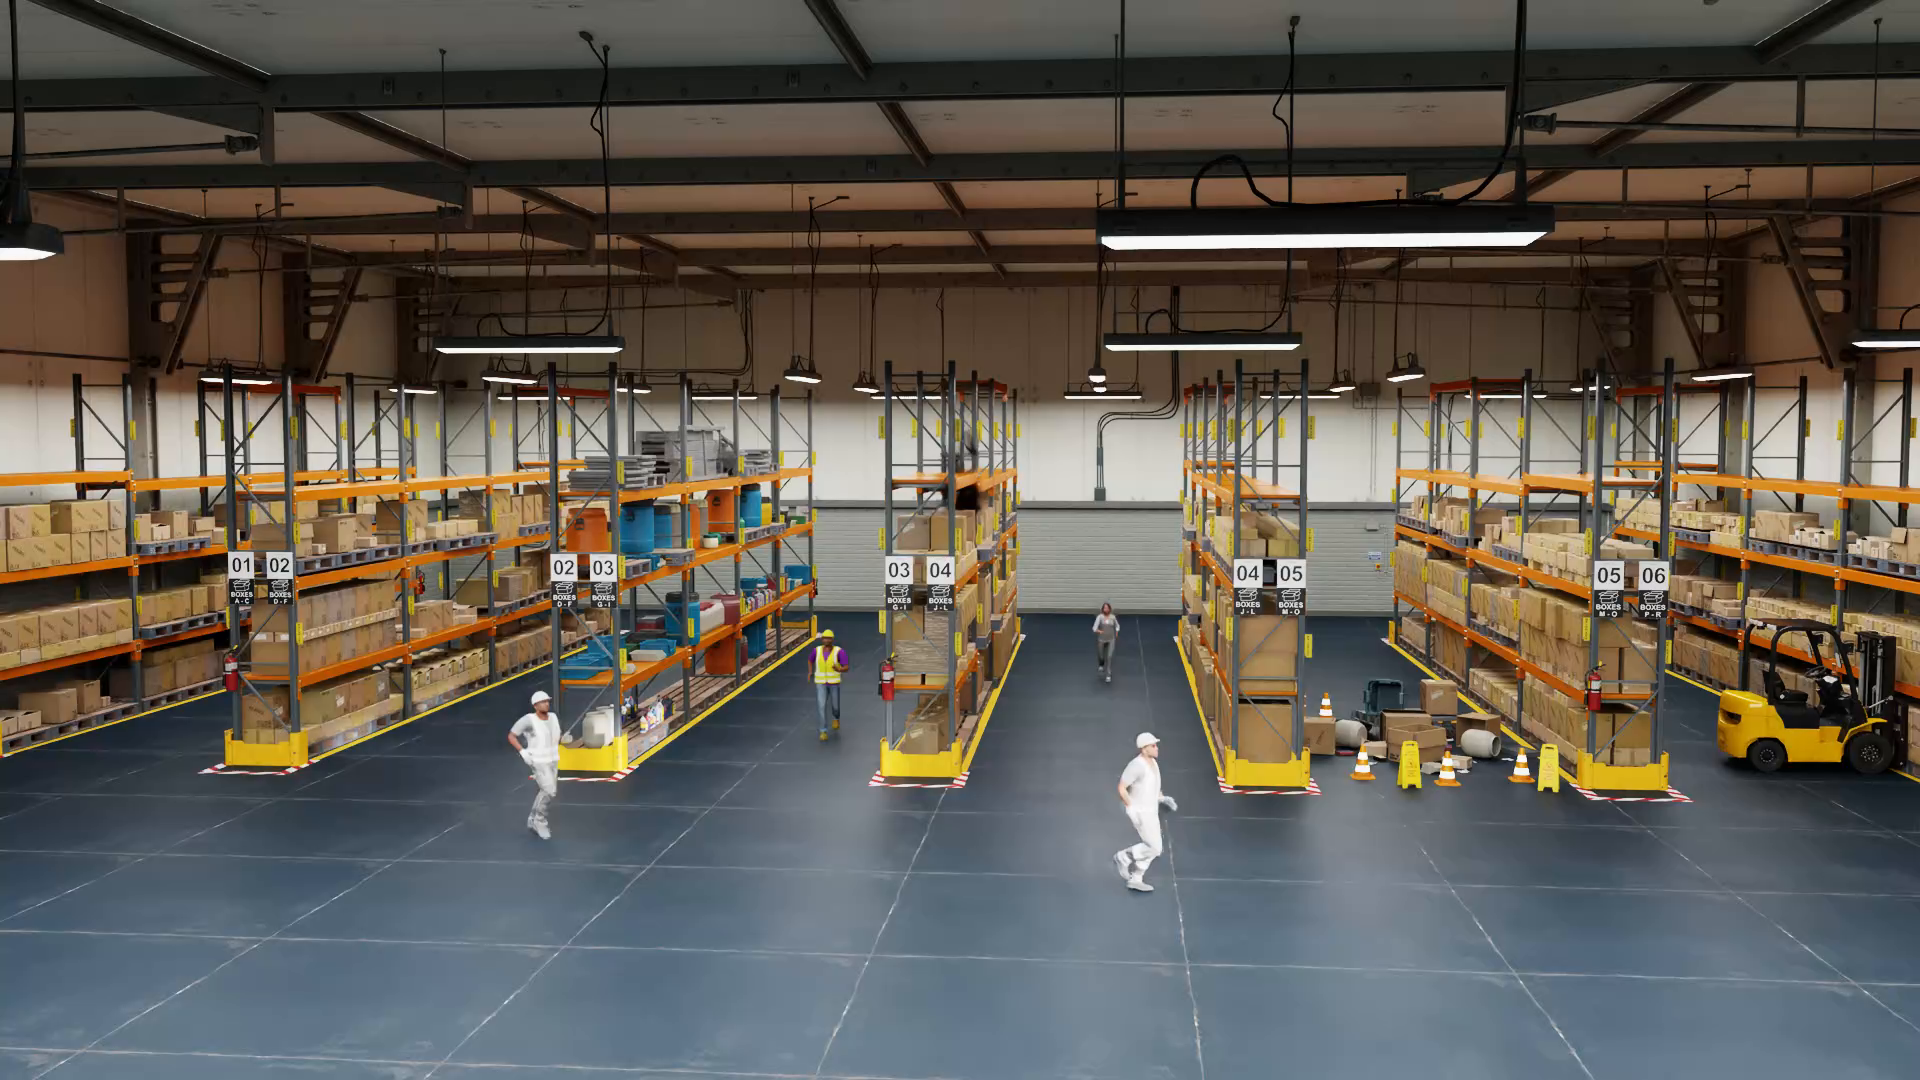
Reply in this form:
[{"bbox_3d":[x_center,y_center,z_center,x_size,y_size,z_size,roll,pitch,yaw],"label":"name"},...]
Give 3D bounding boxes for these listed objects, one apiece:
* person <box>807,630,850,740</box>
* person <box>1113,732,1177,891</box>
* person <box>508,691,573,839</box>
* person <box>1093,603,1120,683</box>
[{"bbox_3d":[-2.148,2.331,27.058,0.710,1.747,0.968,0,4,1],"label":"person"},{"bbox_3d":[2.003,2.952,18.052,0.634,1.733,0.659,2,4,32],"label":"person"},{"bbox_3d":[-5.111,2.772,20.499,0.686,1.816,0.657,2,4,29],"label":"person"},{"bbox_3d":[2.932,2.040,33.241,0.549,1.547,0.781,0,4,0],"label":"person"}]
